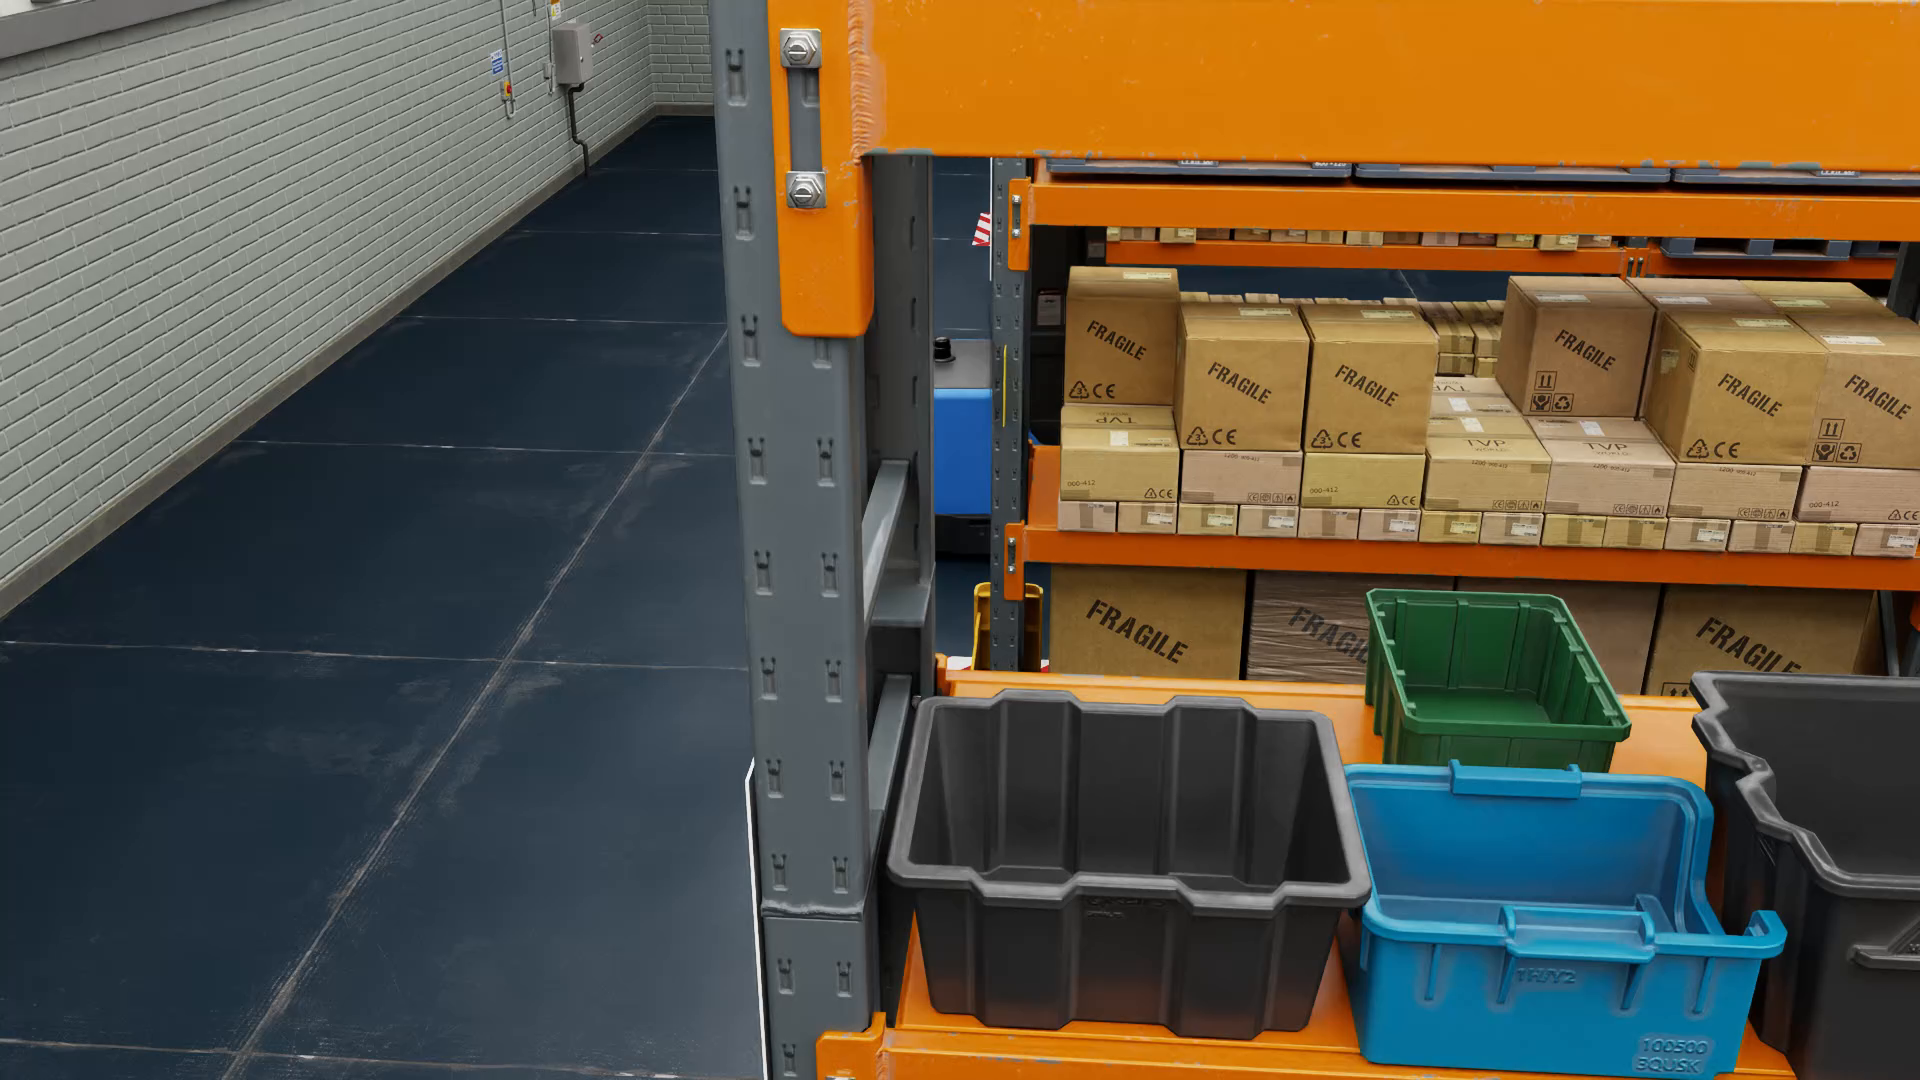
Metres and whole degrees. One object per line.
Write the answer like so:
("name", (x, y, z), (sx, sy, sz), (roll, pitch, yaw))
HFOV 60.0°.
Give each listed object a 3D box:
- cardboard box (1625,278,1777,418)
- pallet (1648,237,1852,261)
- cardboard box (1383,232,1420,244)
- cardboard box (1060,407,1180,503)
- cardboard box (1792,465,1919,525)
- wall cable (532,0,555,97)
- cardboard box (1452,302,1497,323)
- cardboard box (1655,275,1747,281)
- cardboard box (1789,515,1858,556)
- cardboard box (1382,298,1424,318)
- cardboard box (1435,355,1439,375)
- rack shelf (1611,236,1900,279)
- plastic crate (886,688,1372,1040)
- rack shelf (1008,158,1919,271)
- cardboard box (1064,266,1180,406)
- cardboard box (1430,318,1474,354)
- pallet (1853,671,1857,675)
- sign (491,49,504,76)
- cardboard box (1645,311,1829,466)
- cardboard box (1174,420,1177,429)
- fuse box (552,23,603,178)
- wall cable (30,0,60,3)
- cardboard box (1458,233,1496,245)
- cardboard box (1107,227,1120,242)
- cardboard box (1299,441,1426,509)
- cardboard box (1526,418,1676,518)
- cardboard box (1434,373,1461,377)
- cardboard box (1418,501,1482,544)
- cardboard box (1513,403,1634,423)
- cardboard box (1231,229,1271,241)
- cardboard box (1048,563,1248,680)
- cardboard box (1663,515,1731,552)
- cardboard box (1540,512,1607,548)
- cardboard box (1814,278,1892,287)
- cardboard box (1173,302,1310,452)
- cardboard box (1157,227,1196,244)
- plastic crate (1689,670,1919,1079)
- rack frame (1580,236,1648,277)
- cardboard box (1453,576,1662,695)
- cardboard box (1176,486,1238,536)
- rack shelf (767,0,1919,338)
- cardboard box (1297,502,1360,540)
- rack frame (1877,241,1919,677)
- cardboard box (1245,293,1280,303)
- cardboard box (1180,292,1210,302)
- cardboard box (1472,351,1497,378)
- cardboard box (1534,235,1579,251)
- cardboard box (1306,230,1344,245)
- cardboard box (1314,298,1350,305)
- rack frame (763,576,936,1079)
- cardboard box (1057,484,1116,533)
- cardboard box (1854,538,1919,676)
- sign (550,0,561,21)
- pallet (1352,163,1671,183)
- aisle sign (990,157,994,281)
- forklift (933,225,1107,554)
("cardboard box", (3.274, -0.862, 7.461), (0.500, 0.500, 0.500), (2, 25, 4))
("pallet", (5.454, -2.205, 11.683), (1.213, 0.211, 1.003), (2, 25, 4))
("cardboard box", (3.095, -2.216, 11.779), (0.250, 0.149, 0.380), (1, 25, 3))
("cardboard box", (0.692, -0.380, 7.312), (0.500, 0.250, 0.500), (1, 25, 3))
("cardboard box", (3.762, -0.285, 7.105), (0.500, 0.250, 0.500), (1, 25, 3))
("wall cable", (-4.534, -5.795, 18.041), (0.122, 1.984, 0.588), (2, 25, 4))
("cardboard box", (3.849, -1.662, 12.469), (0.250, 0.149, 0.380), (2, 25, 3))
("cardboard box", (5.465, -1.855, 12.283), (0.500, 0.250, 0.500), (1, 25, 3))
("cardboard box", (3.636, -0.081, 7.137), (0.250, 0.149, 0.380), (2, 25, 5))
("cardboard box", (3.340, -1.703, 12.559), (0.250, 0.149, 0.380), (2, 25, 5))
("cardboard box", (3.327, -1.339, 12.125), (0.250, 0.149, 0.380), (2, 25, 5))
("rack shelf", (6.697, -1.987, 11.840), (4.000, 0.370, 1.077), (2, 25, 4))
("plastic crate", (0.218, 0.448, 2.256), (0.590, 0.269, 0.497), (2, 25, 4))
("rack shelf", (2.229, -1.413, 7.005), (4.000, 0.370, 1.077), (2, 25, 4))
("cardboard box", (0.740, -0.943, 7.637), (0.500, 0.500, 0.500), (2, 25, 5))
("cardboard box", (3.569, -1.484, 12.082), (0.250, 0.149, 0.380), (3, 25, 6))
("pallet", (4.998, 0.947, 7.940), (1.213, 0.211, 1.003), (2, 25, 4))
("sign", (-4.696, -4.847, 16.872), (0.001, 0.218, 0.327), (2, 25, 4))
("cardboard box", (3.245, -0.642, 6.983), (0.500, 0.500, 0.500), (2, 25, 5))
("cardboard box", (1.244, -0.587, 7.761), (0.500, 0.250, 0.500), (1, 25, 3))
("fuse box", (-4.325, -5.028, 19.130), (0.414, 1.711, 0.539), (2, 25, 4))
("wall cable", (-5.140, -6.246, 9.209), (0.120, 5.999, 2.277), (2, 25, 4))
("cardboard box", (3.622, -2.208, 11.761), (0.250, 0.149, 0.380), (1, 25, 3))
("cardboard box", (1.013, -2.244, 11.839), (0.250, 0.149, 0.380), (2, 25, 4))
("cardboard box", (1.712, -0.349, 7.244), (0.500, 0.250, 0.500), (1, 25, 2))
("cardboard box", (2.737, -0.317, 7.174), (0.500, 0.250, 0.500), (2, 25, 5))
("cardboard box", (3.512, -1.227, 12.237), (0.250, 0.149, 0.380), (1, 25, 3))
("cardboard box", (2.097, -0.130, 7.244), (0.250, 0.149, 0.380), (1, 25, 3))
("cardboard box", (2.762, -0.537, 7.652), (0.500, 0.250, 0.500), (2, 25, 5))
("cardboard box", (2.071, -2.252, 11.857), (0.250, 0.149, 0.380), (2, 25, 3))
("cardboard box", (0.879, 0.320, 8.005), (0.875, 0.875, 0.875), (2, 25, 4))
("cardboard box", (3.125, -0.097, 7.173), (0.250, 0.149, 0.380), (2, 25, 5))
("cardboard box", (2.612, -0.113, 7.209), (0.250, 0.149, 0.380), (1, 25, 3))
("cardboard box", (6.505, -1.822, 12.212), (0.500, 0.250, 0.500), (1, 25, 2))
("cardboard box", (1.191, -0.705, 7.121), (0.500, 0.500, 0.500), (1, 25, 3))
("cardboard box", (1.534, -2.222, 11.792), (0.250, 0.149, 0.380), (1, 25, 2))
("plastic crate", (1.357, 0.452, 2.165), (0.767, 0.338, 0.504), (2, 25, 4))
("rack frame", (4.703, -2.377, 11.828), (0.127, 3.000, 1.000), (2, 25, 4))
("cardboard box", (2.673, 0.378, 7.880), (0.875, 0.875, 0.875), (2, 25, 4))
("cardboard box", (1.074, -0.163, 7.316), (0.250, 0.149, 0.380), (1, 25, 3))
("rack shelf", (1.849, -0.530, 1.975), (4.000, 0.370, 1.077), (2, 25, 4))
("cardboard box", (1.588, -0.146, 7.280), (0.250, 0.149, 0.380), (1, 25, 3))
("rack frame", (4.223, -0.313, 7.343), (0.127, 3.000, 1.000), (2, 25, 4))
("cardboard box", (2.302, -1.753, 12.667), (0.250, 0.149, 0.380), (3, 25, 6))
("cardboard box", (1.776, -1.773, 12.710), (0.250, 0.149, 0.380), (1, 25, 3))
("cardboard box", (3.825, -1.290, 12.018), (0.250, 0.149, 0.380), (1, 25, 2))
("cardboard box", (4.135, -2.138, 11.608), (0.250, 0.149, 0.380), (1, 25, 3))
("cardboard box", (2.572, -2.216, 11.777), (0.250, 0.149, 0.380), (3, 25, 6))
("cardboard box", (2.819, -1.701, 12.555), (0.250, 0.149, 0.380), (2, 25, 4))
("rack frame", (-0.145, 1.623, 3.135), (0.127, 3.000, 1.000), (2, 25, 4))
("cardboard box", (0.563, -0.178, 7.350), (0.250, 0.149, 0.380), (2, 25, 5))
("cardboard box", (4.862, 0.473, 7.673), (0.875, 0.875, 1.225), (2, 25, 4))
("sign", (-4.535, -5.972, 18.652), (0.001, 0.242, 0.339), (2, 25, 4))
("pallet", (2.195, -1.706, 6.888), (1.213, 0.211, 1.003), (2, 25, 4))
("aisle sign", (0.140, -1.500, 6.811), (0.004, 0.787, 0.394), (2, 25, 4))
("forklift", (1.005, -1.417, 9.822), (3.031, 2.935, 1.130), (0, 25, 0))
